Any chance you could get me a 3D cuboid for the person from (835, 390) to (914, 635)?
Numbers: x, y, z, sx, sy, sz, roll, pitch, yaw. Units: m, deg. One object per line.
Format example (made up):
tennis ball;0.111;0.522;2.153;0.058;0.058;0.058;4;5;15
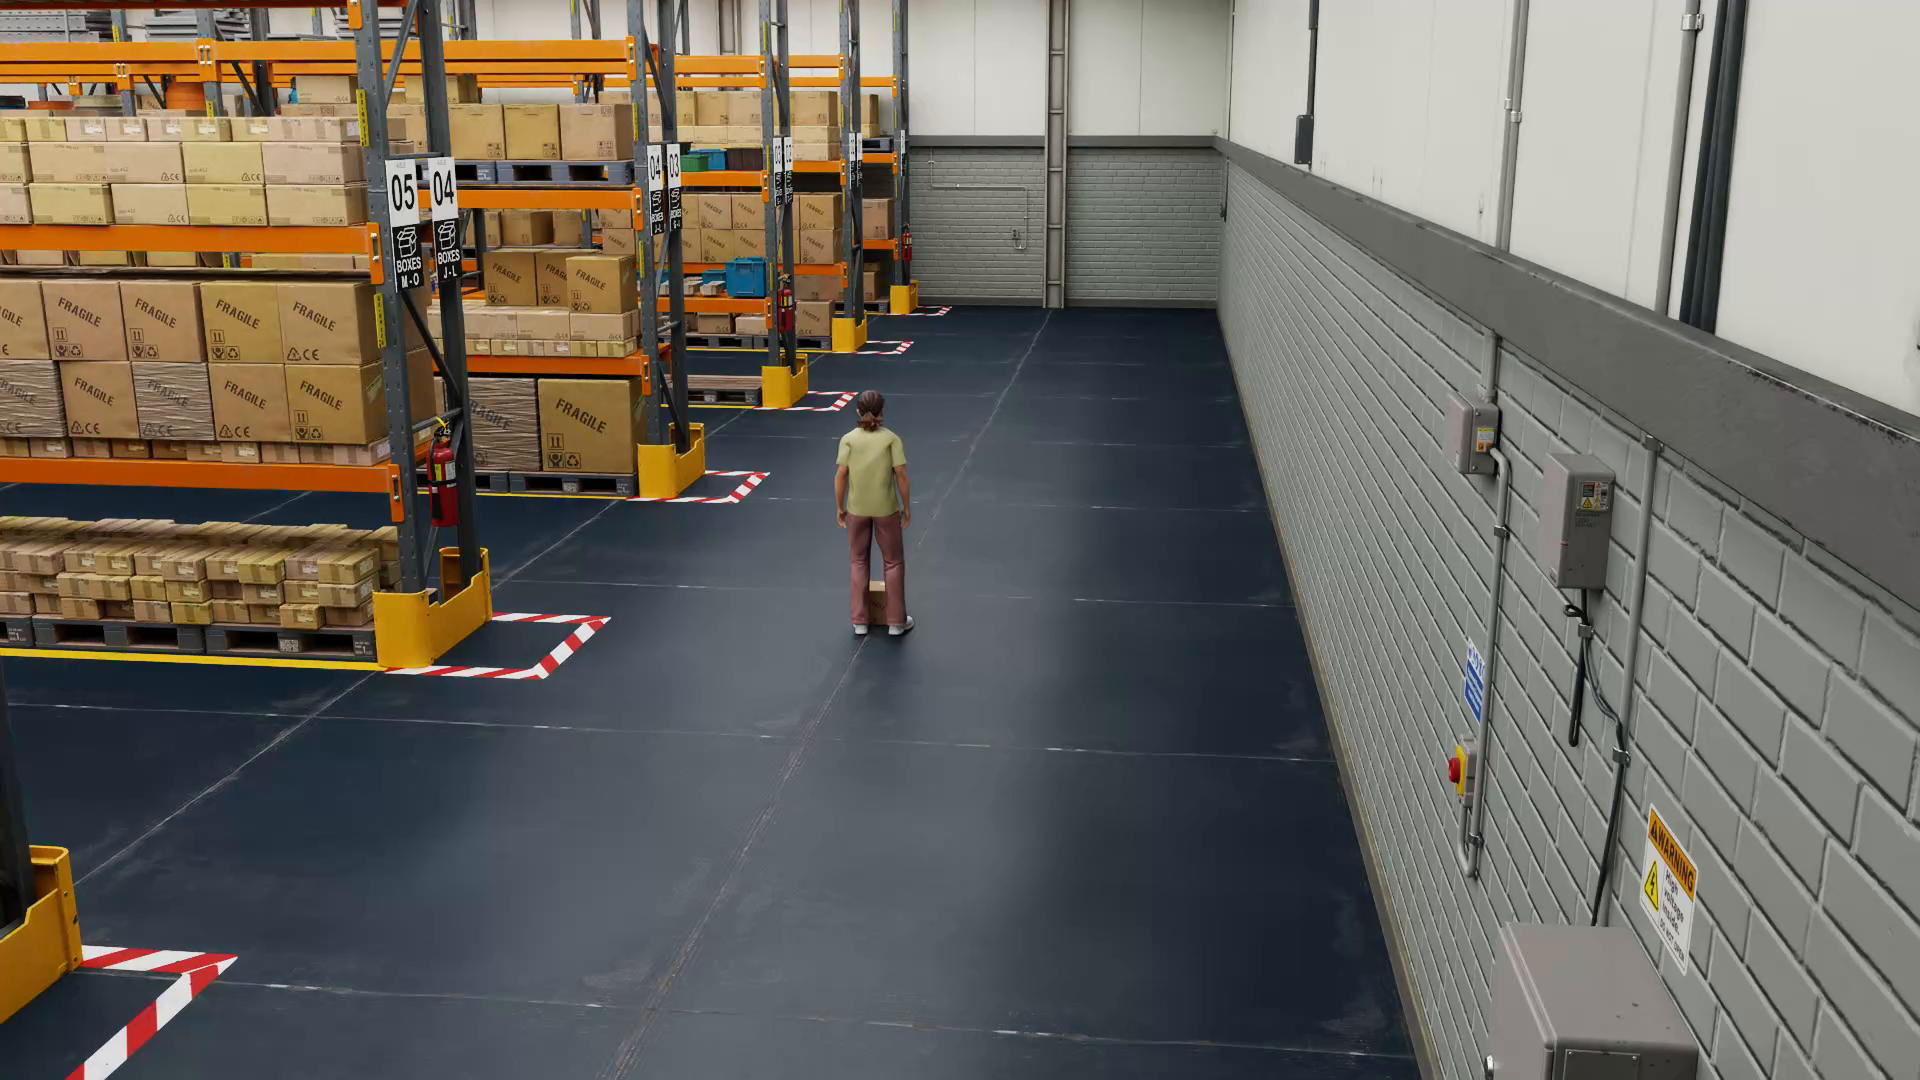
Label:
person;-0.586;-0.176;11.328;0.508;1.652;0.336;1;14;5
